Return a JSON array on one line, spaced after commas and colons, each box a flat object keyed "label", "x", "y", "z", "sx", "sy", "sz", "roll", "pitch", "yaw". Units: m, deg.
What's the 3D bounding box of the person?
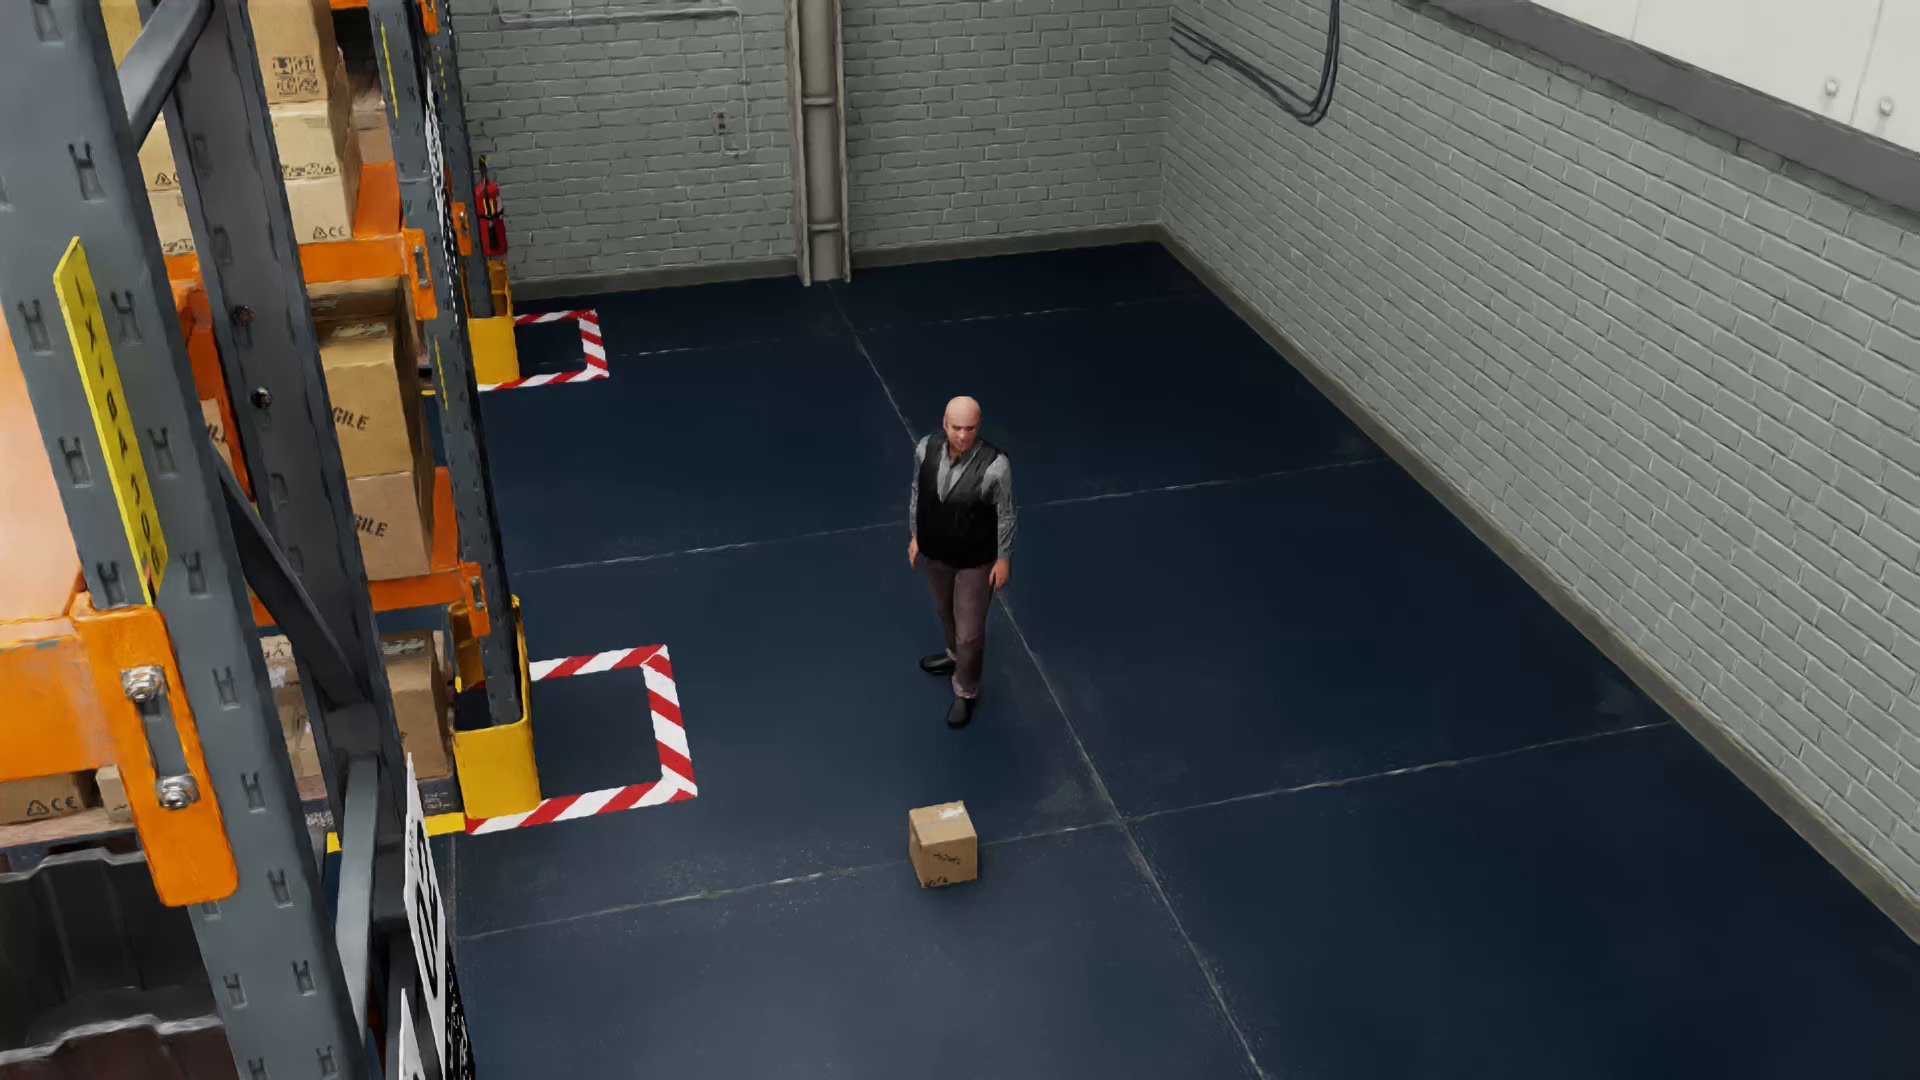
[{"label": "person", "x": -0.014, "y": 0.061, "z": 8.160, "sx": 0.598, "sy": 1.721, "sz": 0.529, "roll": 19, "pitch": 35, "yaw": 29}]
